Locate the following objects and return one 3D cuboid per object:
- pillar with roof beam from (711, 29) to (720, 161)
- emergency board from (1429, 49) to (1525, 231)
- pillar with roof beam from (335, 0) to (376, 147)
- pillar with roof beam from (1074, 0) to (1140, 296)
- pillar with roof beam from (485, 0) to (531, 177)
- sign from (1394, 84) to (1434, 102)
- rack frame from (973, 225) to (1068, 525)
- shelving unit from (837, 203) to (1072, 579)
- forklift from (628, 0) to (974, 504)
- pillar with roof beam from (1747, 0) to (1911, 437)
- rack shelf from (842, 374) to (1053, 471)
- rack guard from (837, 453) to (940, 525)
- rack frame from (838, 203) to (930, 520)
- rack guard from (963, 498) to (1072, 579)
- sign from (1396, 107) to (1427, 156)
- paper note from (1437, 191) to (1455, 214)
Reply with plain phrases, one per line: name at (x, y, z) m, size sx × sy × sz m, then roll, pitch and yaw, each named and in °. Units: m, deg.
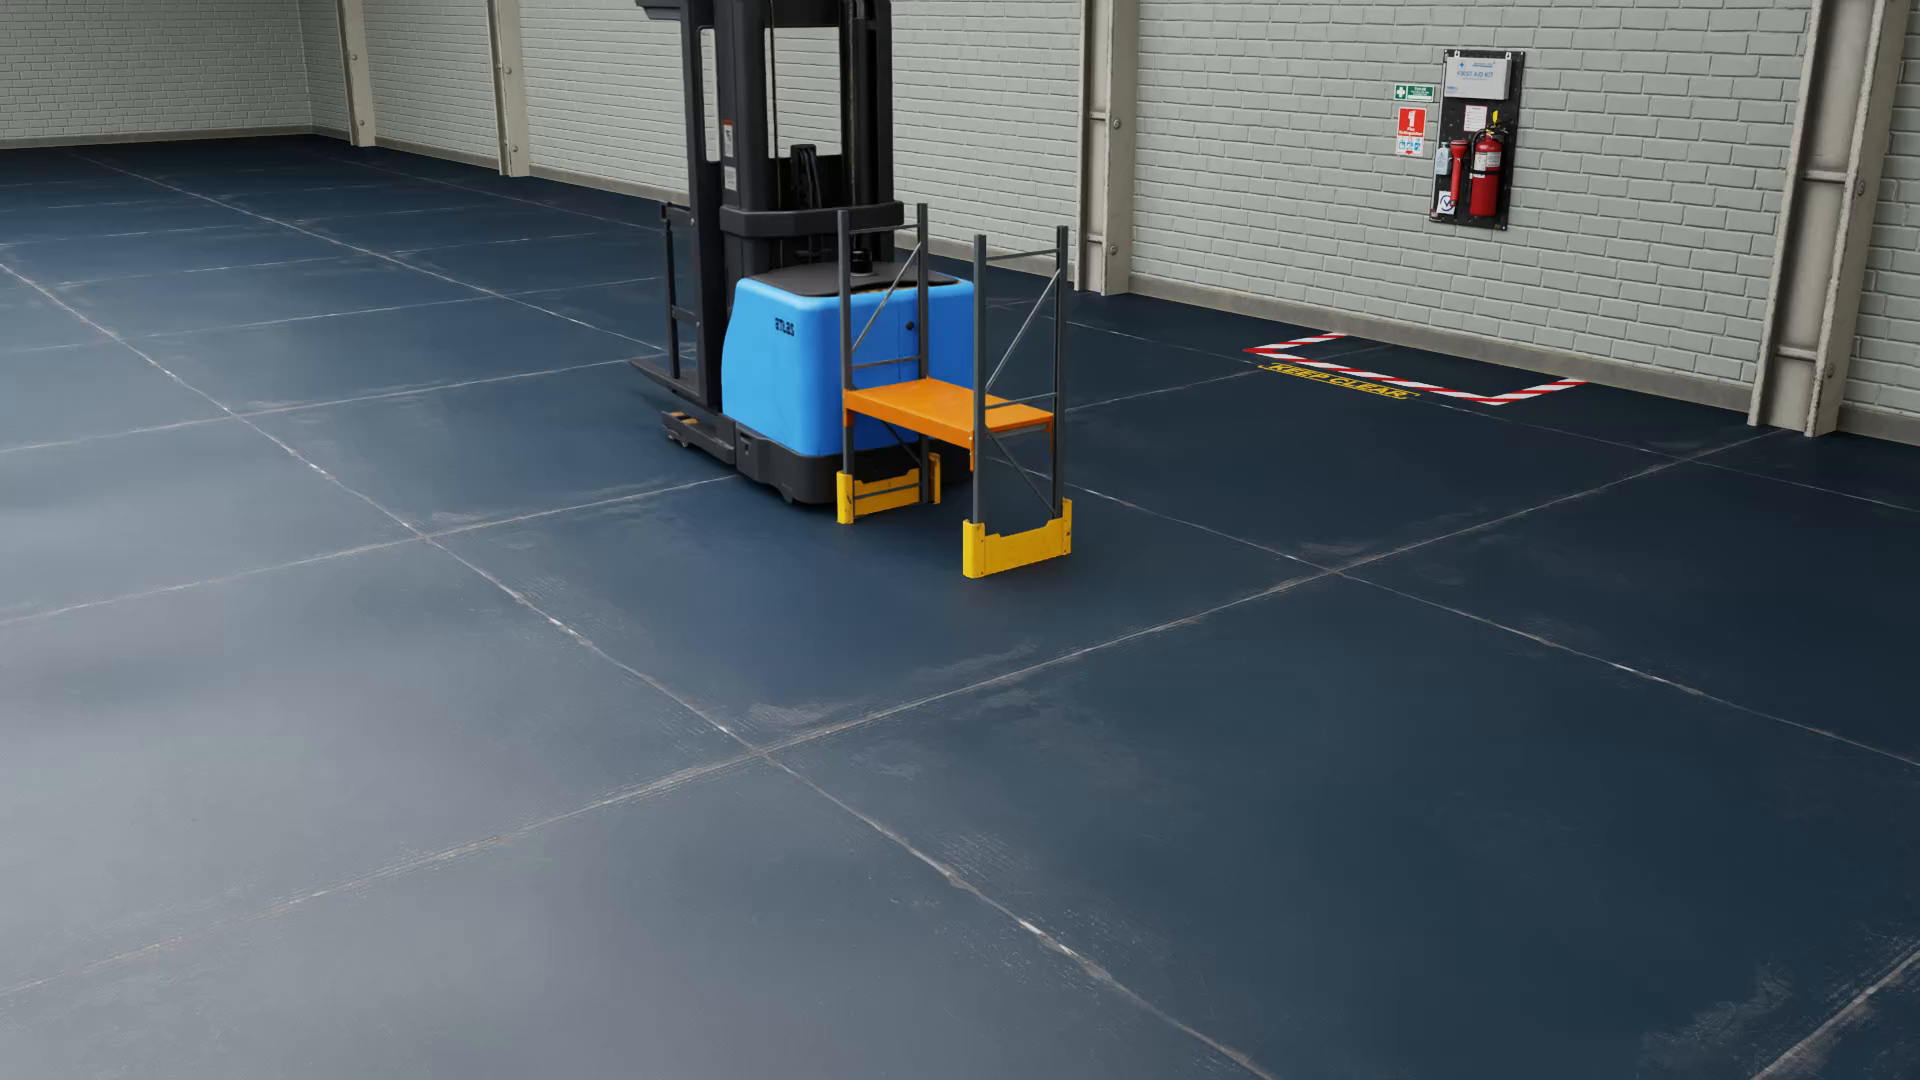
pillar with roof beam at (-5.871, -7.064, 14.879) m, size 9.100 × 9.000 × 0.400 m, roll -14°, pitch 23°, yaw -36°
emergency board at (3.450, -2.715, 11.291) m, size 0.194 × 1.169 × 0.643 m, roll -14°, pitch 23°, yaw -36°
pillar with roof beam at (-13.321, -10.021, 23.809) m, size 9.100 × 9.000 × 0.400 m, roll -14°, pitch 23°, yaw -36°
pillar with roof beam at (-2.145, -5.585, 10.414) m, size 9.100 × 9.000 × 0.400 m, roll -14°, pitch 23°, yaw -36°
pillar with roof beam at (-9.596, -8.542, 19.344) m, size 9.100 × 9.000 × 0.400 m, roll -14°, pitch 23°, yaw -36°
sign at (3.184, -3.137, 11.666) m, size 0.001 × 0.109 × 0.331 m, roll -14°, pitch 23°, yaw -36°
rack frame at (0.264, -0.604, 7.301) m, size 0.500 × 1.500 × 0.032 m, roll -14°, pitch 23°, yaw -36°
shelving unit at (-0.043, -0.728, 7.675) m, size 0.587 × 1.500 × 1.083 m, roll -14°, pitch 23°, yaw -36°
forklift at (-1.066, -1.980, 9.180) m, size 1.130 × 2.935 × 3.031 m, roll -11°, pitch 21°, yaw -29°
pillar with roof beam at (1.580, -4.107, 5.949) m, size 9.100 × 9.000 × 0.400 m, roll -14°, pitch 23°, yaw -36°
rack shelf at (-0.048, -0.559, 7.738) m, size 0.538 × 0.185 × 1.000 m, roll -14°, pitch 23°, yaw -36°
rack guard at (-0.349, -0.258, 8.245) m, size 0.587 × 0.250 × 0.087 m, roll -14°, pitch 23°, yaw -36°
rack frame at (-0.361, -0.856, 8.063) m, size 0.500 × 1.500 × 0.032 m, roll -14°, pitch 23°, yaw -36°
rack guard at (0.263, -0.011, 7.498) m, size 0.587 × 0.250 × 0.087 m, roll -14°, pitch 23°, yaw -36°
sign at (3.188, -2.889, 11.758) m, size 0.001 × 0.329 × 0.234 m, roll -14°, pitch 23°, yaw -36°
paper note at (3.394, -2.354, 11.602) m, size 0.016 × 0.148 × 0.142 m, roll -14°, pitch 23°, yaw -36°
